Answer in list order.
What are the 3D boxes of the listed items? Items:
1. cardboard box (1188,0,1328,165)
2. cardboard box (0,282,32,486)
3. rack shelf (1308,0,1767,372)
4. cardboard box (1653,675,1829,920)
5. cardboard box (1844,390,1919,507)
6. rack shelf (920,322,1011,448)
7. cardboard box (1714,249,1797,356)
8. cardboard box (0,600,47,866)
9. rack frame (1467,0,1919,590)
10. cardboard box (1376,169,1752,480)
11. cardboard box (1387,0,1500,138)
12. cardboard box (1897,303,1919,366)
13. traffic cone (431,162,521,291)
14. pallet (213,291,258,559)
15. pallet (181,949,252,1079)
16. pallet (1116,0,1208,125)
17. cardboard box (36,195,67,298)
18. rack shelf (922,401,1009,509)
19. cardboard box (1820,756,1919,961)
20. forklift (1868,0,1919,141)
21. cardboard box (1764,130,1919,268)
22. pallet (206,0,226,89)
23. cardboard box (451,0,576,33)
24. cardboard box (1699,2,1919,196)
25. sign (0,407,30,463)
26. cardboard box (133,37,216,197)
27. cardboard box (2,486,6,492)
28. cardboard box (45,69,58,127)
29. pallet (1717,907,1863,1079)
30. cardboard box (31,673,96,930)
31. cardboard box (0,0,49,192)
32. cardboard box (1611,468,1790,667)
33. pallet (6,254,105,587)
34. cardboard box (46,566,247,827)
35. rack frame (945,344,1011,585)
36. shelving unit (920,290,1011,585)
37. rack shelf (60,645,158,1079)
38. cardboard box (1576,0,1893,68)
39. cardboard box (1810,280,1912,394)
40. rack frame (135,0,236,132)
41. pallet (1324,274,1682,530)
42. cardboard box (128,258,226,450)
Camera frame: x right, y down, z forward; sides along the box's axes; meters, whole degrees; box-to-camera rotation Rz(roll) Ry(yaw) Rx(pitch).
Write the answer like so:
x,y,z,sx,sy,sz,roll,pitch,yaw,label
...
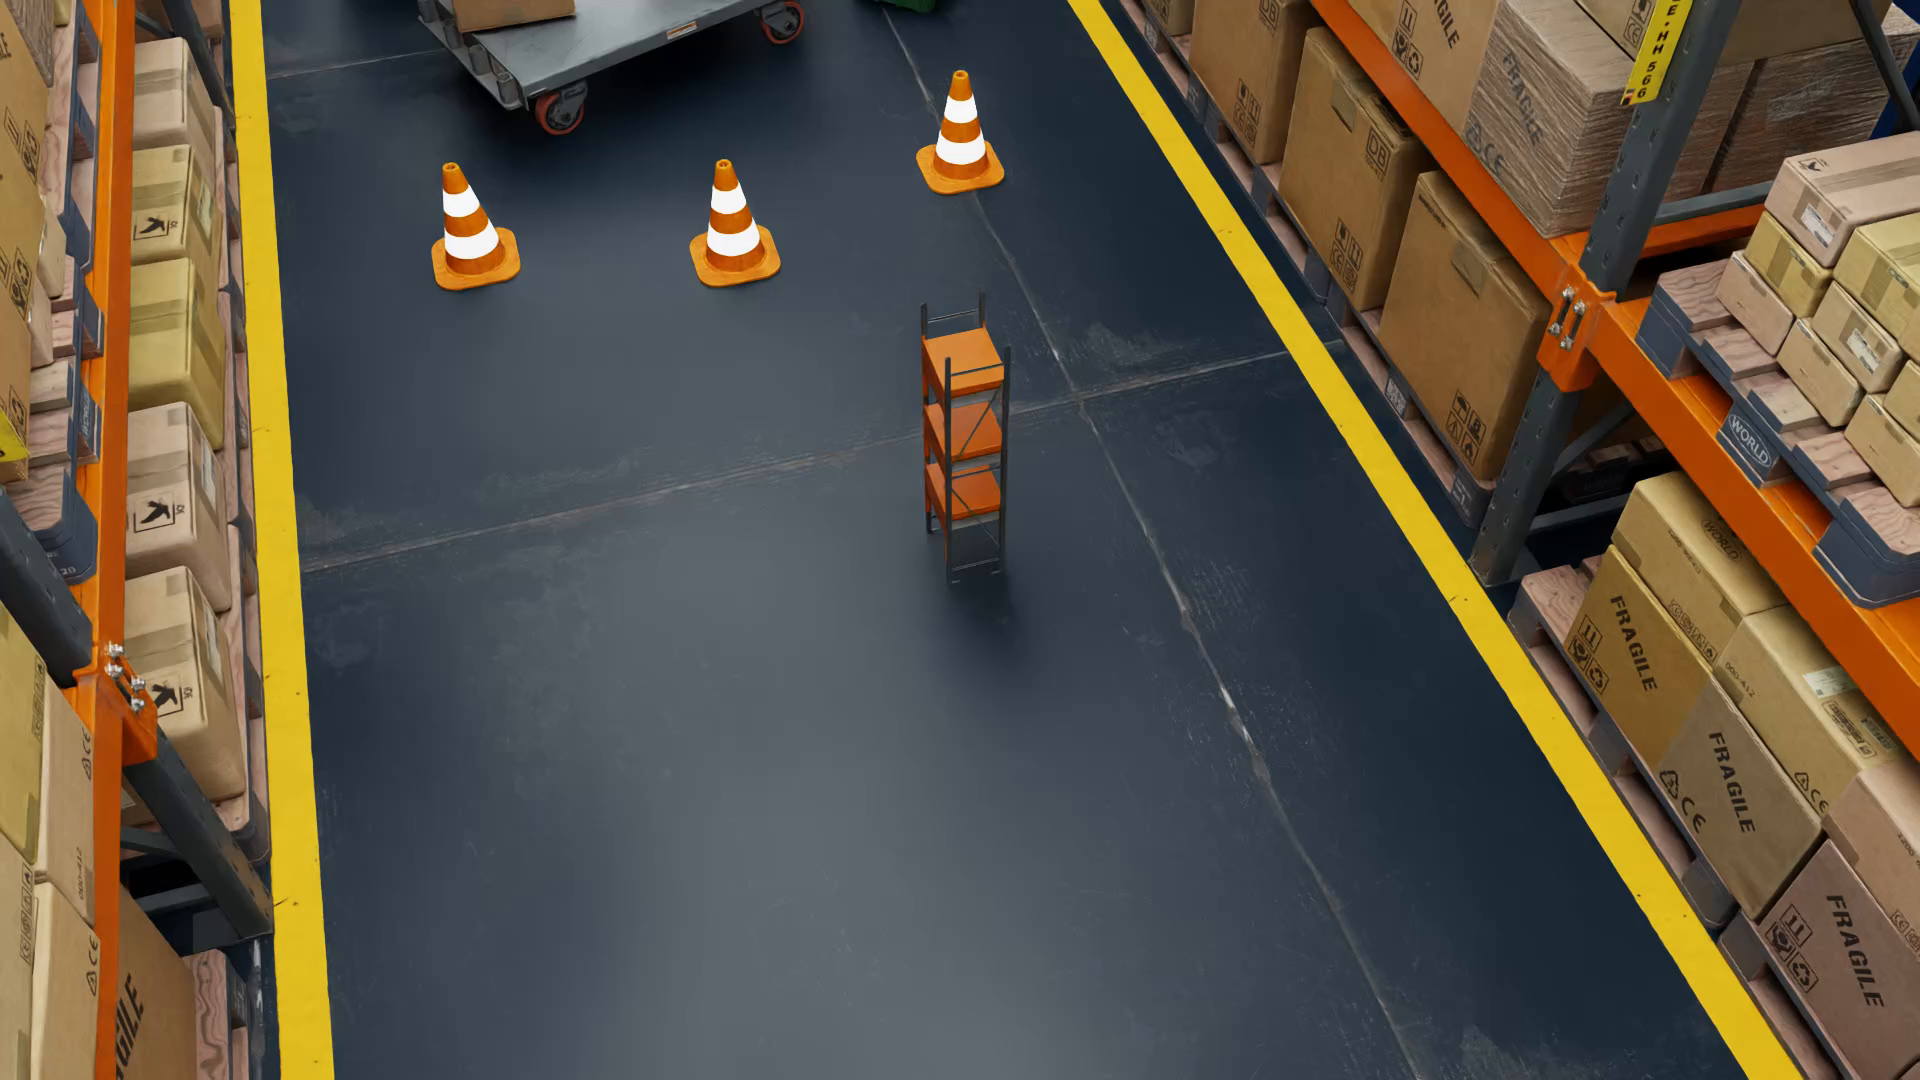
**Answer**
x,y,z,sx,sy,sz,roll,pitch,yaw,label
1.597,-2.150,6.797,1.050,0.750,0.750,-13,51,-11,cardboard box
-2.382,-0.408,3.597,0.500,0.500,0.500,-15,51,-12,cardboard box
1.637,-2.185,6.101,1.077,0.370,4.000,-13,51,-11,rack shelf
2.346,0.655,4.596,0.500,0.500,0.500,-13,51,-11,cardboard box
2.327,-0.245,3.885,0.380,0.149,0.250,-11,51,-9,cardboard box
0.016,-0.475,5.107,0.215,0.259,0.240,-13,51,-11,rack shelf
2.168,-0.638,4.216,0.380,0.149,0.250,-14,51,-11,cardboard box
-2.084,0.420,3.205,0.500,0.250,0.500,-13,51,-11,cardboard box
2.228,-0.956,4.594,1.000,3.000,0.127,-13,51,-11,rack frame
2.134,-0.832,5.686,1.050,0.750,0.750,-14,51,-11,cardboard box
1.693,-1.621,5.090,0.500,0.500,0.500,-13,51,-11,cardboard box
2.330,-0.445,3.664,0.380,0.149,0.250,-14,51,-11,cardboard box
-1.949,-1.278,6.525,0.336,0.463,0.334,-13,51,-11,traffic cone
-3.057,-0.325,5.886,1.003,0.211,1.213,-13,51,-11,pallet
-2.309,1.728,4.155,1.003,0.211,1.213,-13,51,-11,pallet
1.346,-2.432,7.663,1.003,0.211,1.213,-13,51,-11,pallet
-2.539,-0.727,4.291,0.380,0.149,0.250,-13,51,-11,cardboard box
0.016,-0.292,5.324,0.215,0.259,0.240,-13,51,-11,rack shelf
2.485,0.765,4.013,0.500,0.250,0.500,-13,51,-11,cardboard box
4.748,-2.957,6.326,3.031,2.935,1.130,-23,54,-18,forklift
2.181,-0.818,3.978,0.380,0.149,0.250,-13,51,-11,cardboard box
-3.886,-2.268,7.524,1.003,0.211,1.213,-13,51,-11,pallet
-1.962,-2.548,7.075,0.500,0.500,0.500,-13,51,-11,cardboard box
2.354,-1.377,4.884,0.500,0.500,0.500,-13,51,-11,cardboard box
-1.941,-0.264,3.254,0.100,0.325,0.005,-13,51,-11,sign
-3.496,-1.591,6.573,0.950,0.372,0.625,-13,51,-11,cardboard box
-2.389,-0.097,3.760,0.380,0.149,0.250,-16,52,-13,cardboard box
-2.820,-1.288,4.764,0.380,0.149,0.250,-12,51,-10,cardboard box
2.815,1.403,4.429,1.003,0.211,1.213,-13,51,-11,pallet
-2.073,0.596,3.384,0.500,0.250,0.500,-15,51,-12,cardboard box
-2.707,-1.173,4.242,0.500,0.500,0.500,-13,51,-10,cardboard box
2.201,0.031,4.632,0.500,0.250,0.500,-15,52,-13,cardboard box
-2.783,-0.198,4.080,1.213,0.211,1.003,-13,51,-11,pallet
-2.628,0.533,4.782,0.950,0.372,0.625,-16,52,-13,cardboard box
0.052,-0.210,5.241,0.200,1.050,0.008,-13,51,-11,rack frame
0.016,-0.299,5.316,0.215,1.050,0.252,-13,51,-11,shelving unit
-1.879,1.929,2.632,1.077,0.370,4.000,-13,51,-11,rack shelf
2.105,-1.641,4.452,0.700,0.500,0.500,-14,51,-11,cardboard box
2.262,-0.510,3.914,0.380,0.149,0.250,-11,51,-9,cardboard box
-3.653,-2.685,6.051,1.000,3.000,0.127,-13,51,-11,rack frame
2.067,-0.650,6.160,1.003,0.211,1.213,-13,51,-11,pallet
-3.073,-0.559,5.703,0.950,0.372,0.625,-12,51,-10,cardboard box
